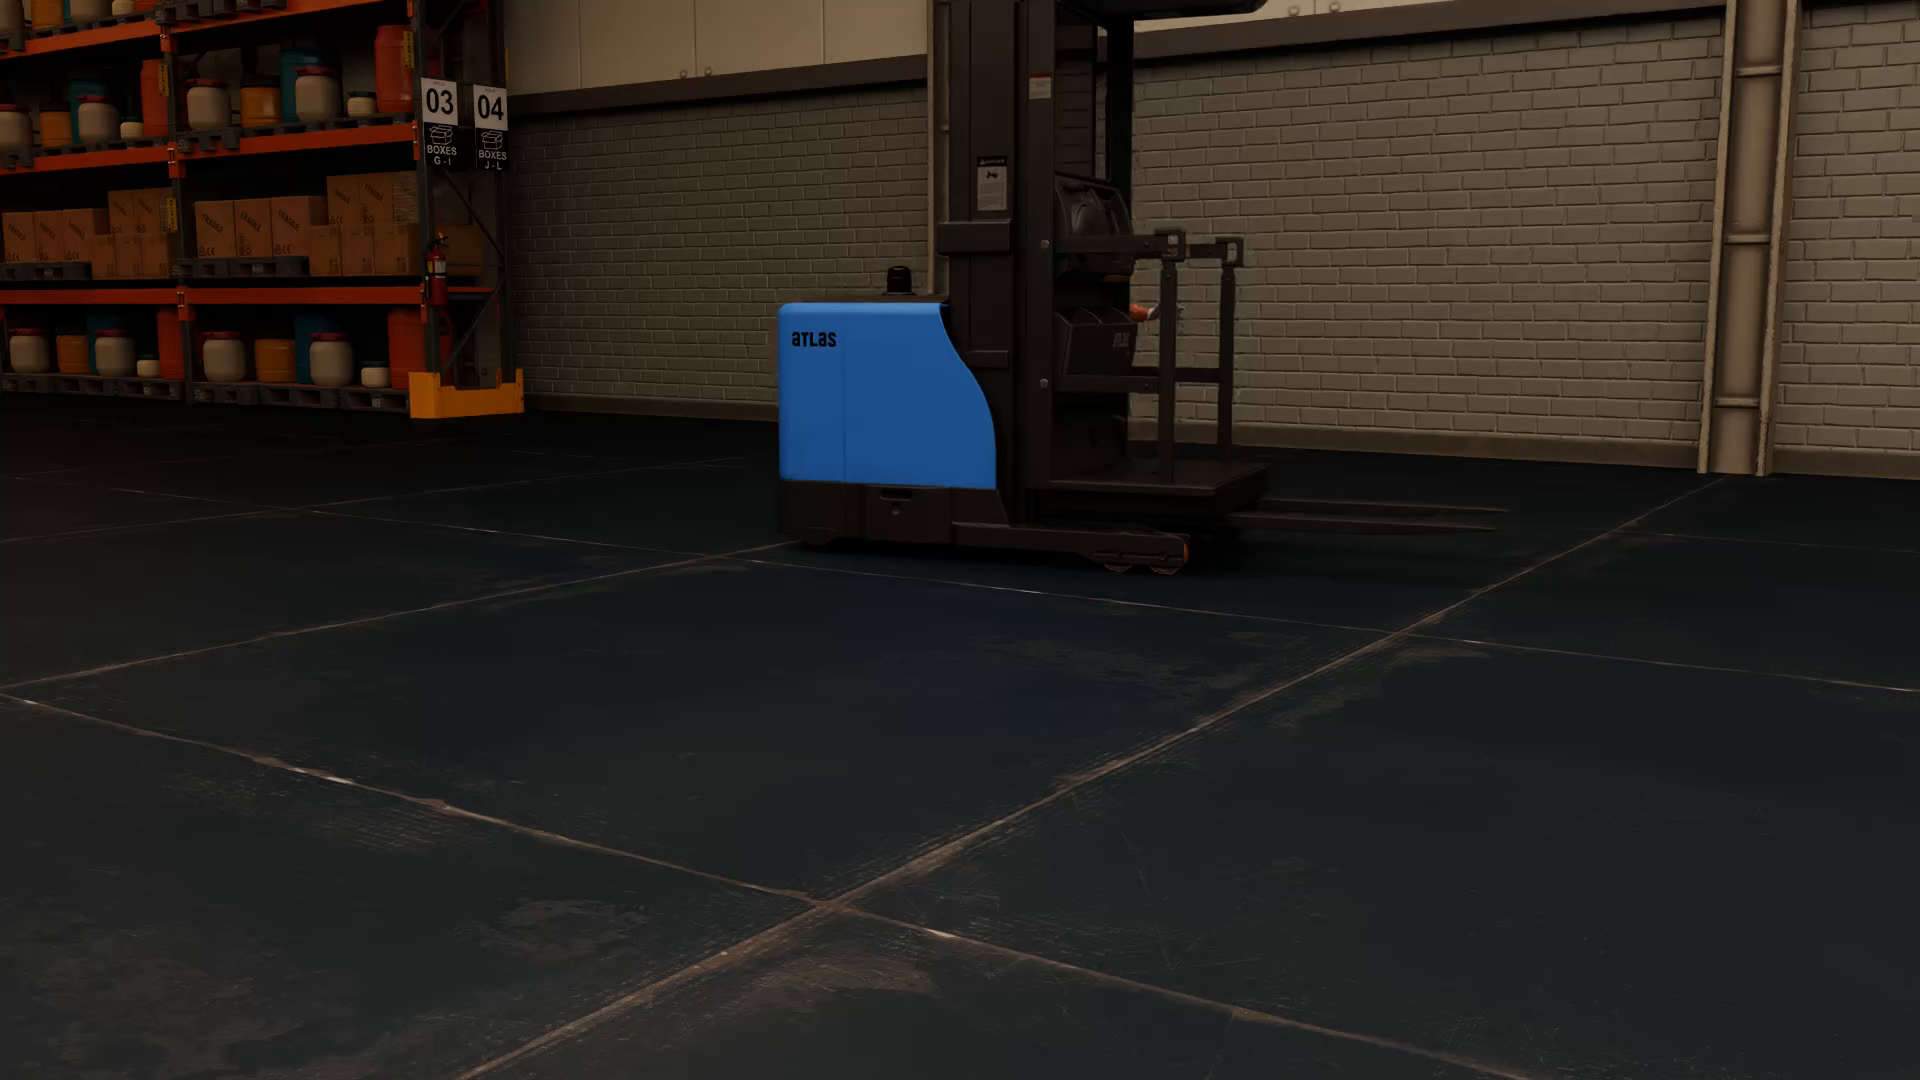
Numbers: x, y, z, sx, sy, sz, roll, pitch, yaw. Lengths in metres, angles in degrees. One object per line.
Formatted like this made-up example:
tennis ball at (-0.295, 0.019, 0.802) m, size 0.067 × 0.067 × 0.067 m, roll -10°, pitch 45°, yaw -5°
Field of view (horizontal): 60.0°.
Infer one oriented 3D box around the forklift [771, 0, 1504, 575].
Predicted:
forklift at (0.736, -1.397, 7.014) m, size 3.031 × 2.935 × 1.130 m, roll 3°, pitch 9°, yaw 22°

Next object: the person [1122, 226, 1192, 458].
person at (0.821, -0.963, 8.961) m, size 1.034 × 1.537 × 0.978 m, roll -2°, pitch 8°, yaw -14°
